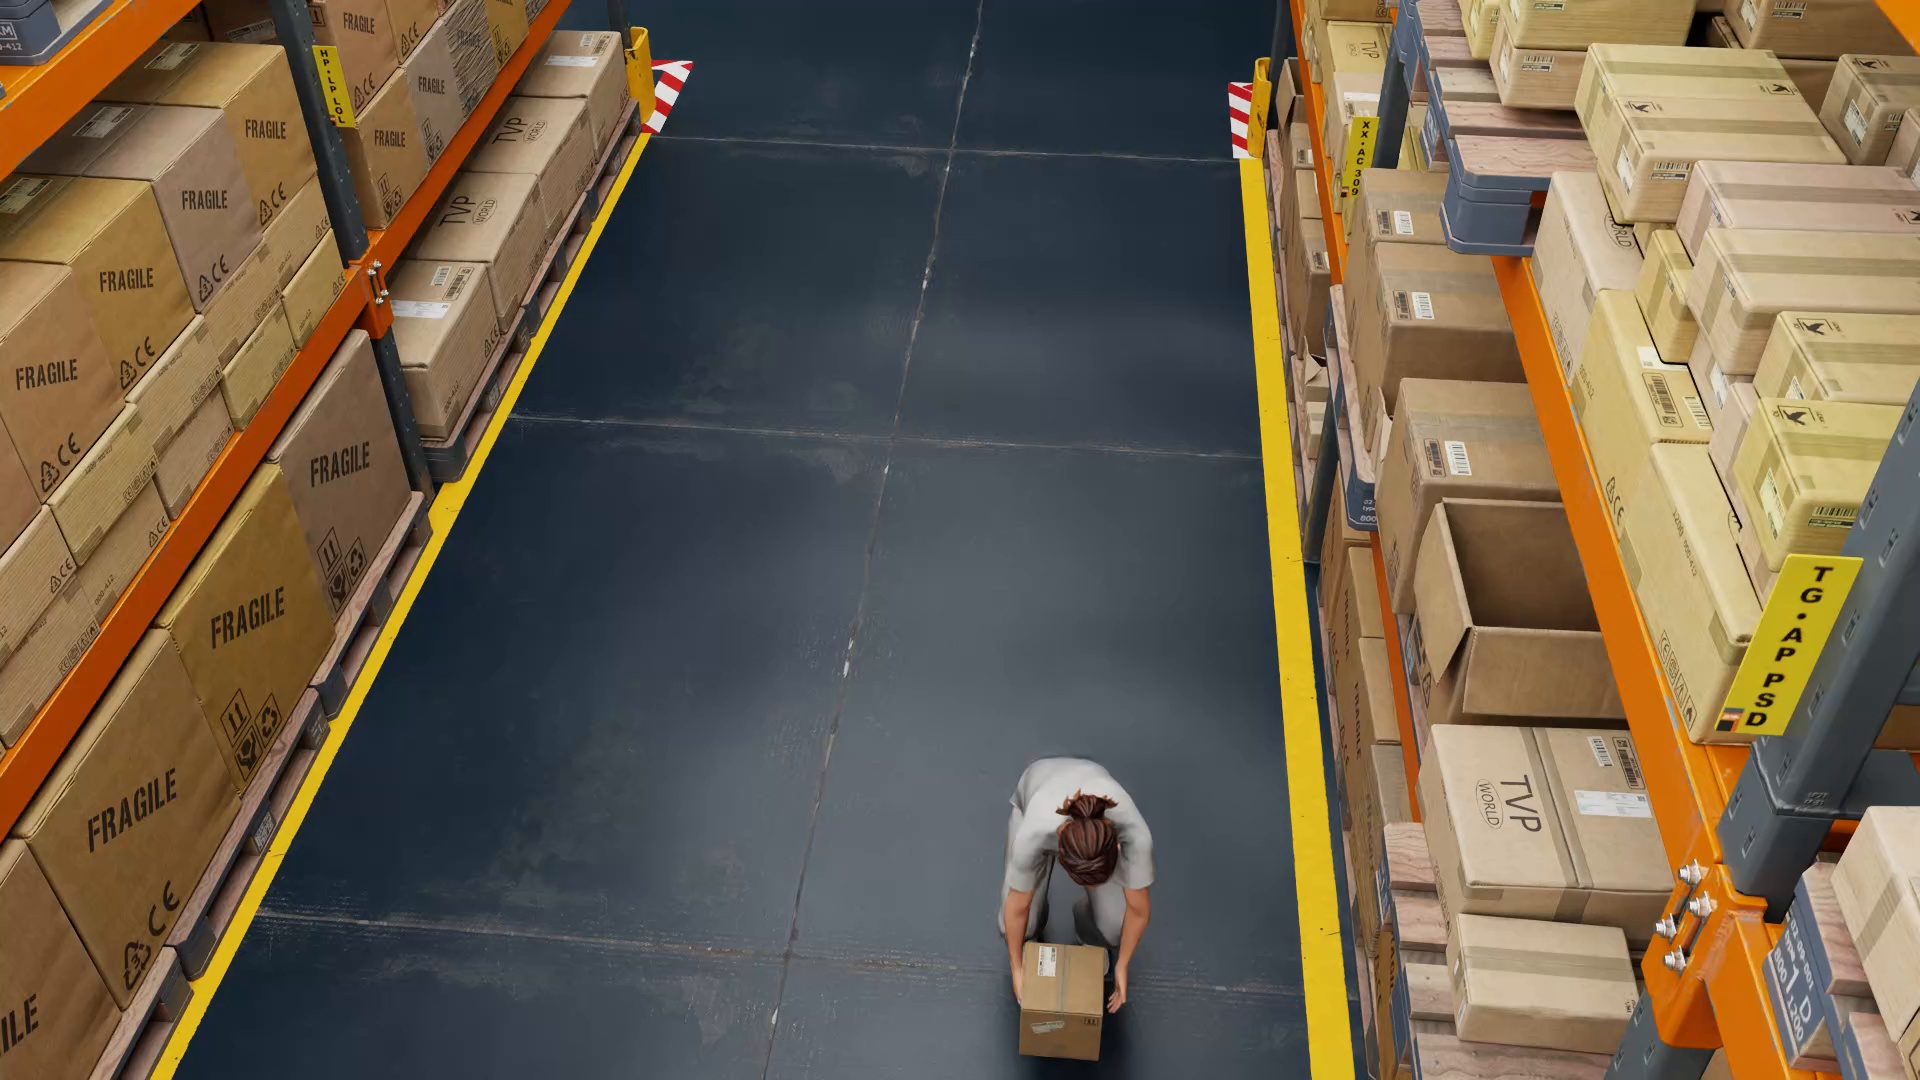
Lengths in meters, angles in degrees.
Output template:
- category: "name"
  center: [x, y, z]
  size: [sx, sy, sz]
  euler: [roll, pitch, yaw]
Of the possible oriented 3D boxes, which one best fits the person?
- category: "person"
  center: [0.373, 1.063, 5.388]
  size: [0.491, 1.048, 0.761]
  euler: [2, 40, 3]
